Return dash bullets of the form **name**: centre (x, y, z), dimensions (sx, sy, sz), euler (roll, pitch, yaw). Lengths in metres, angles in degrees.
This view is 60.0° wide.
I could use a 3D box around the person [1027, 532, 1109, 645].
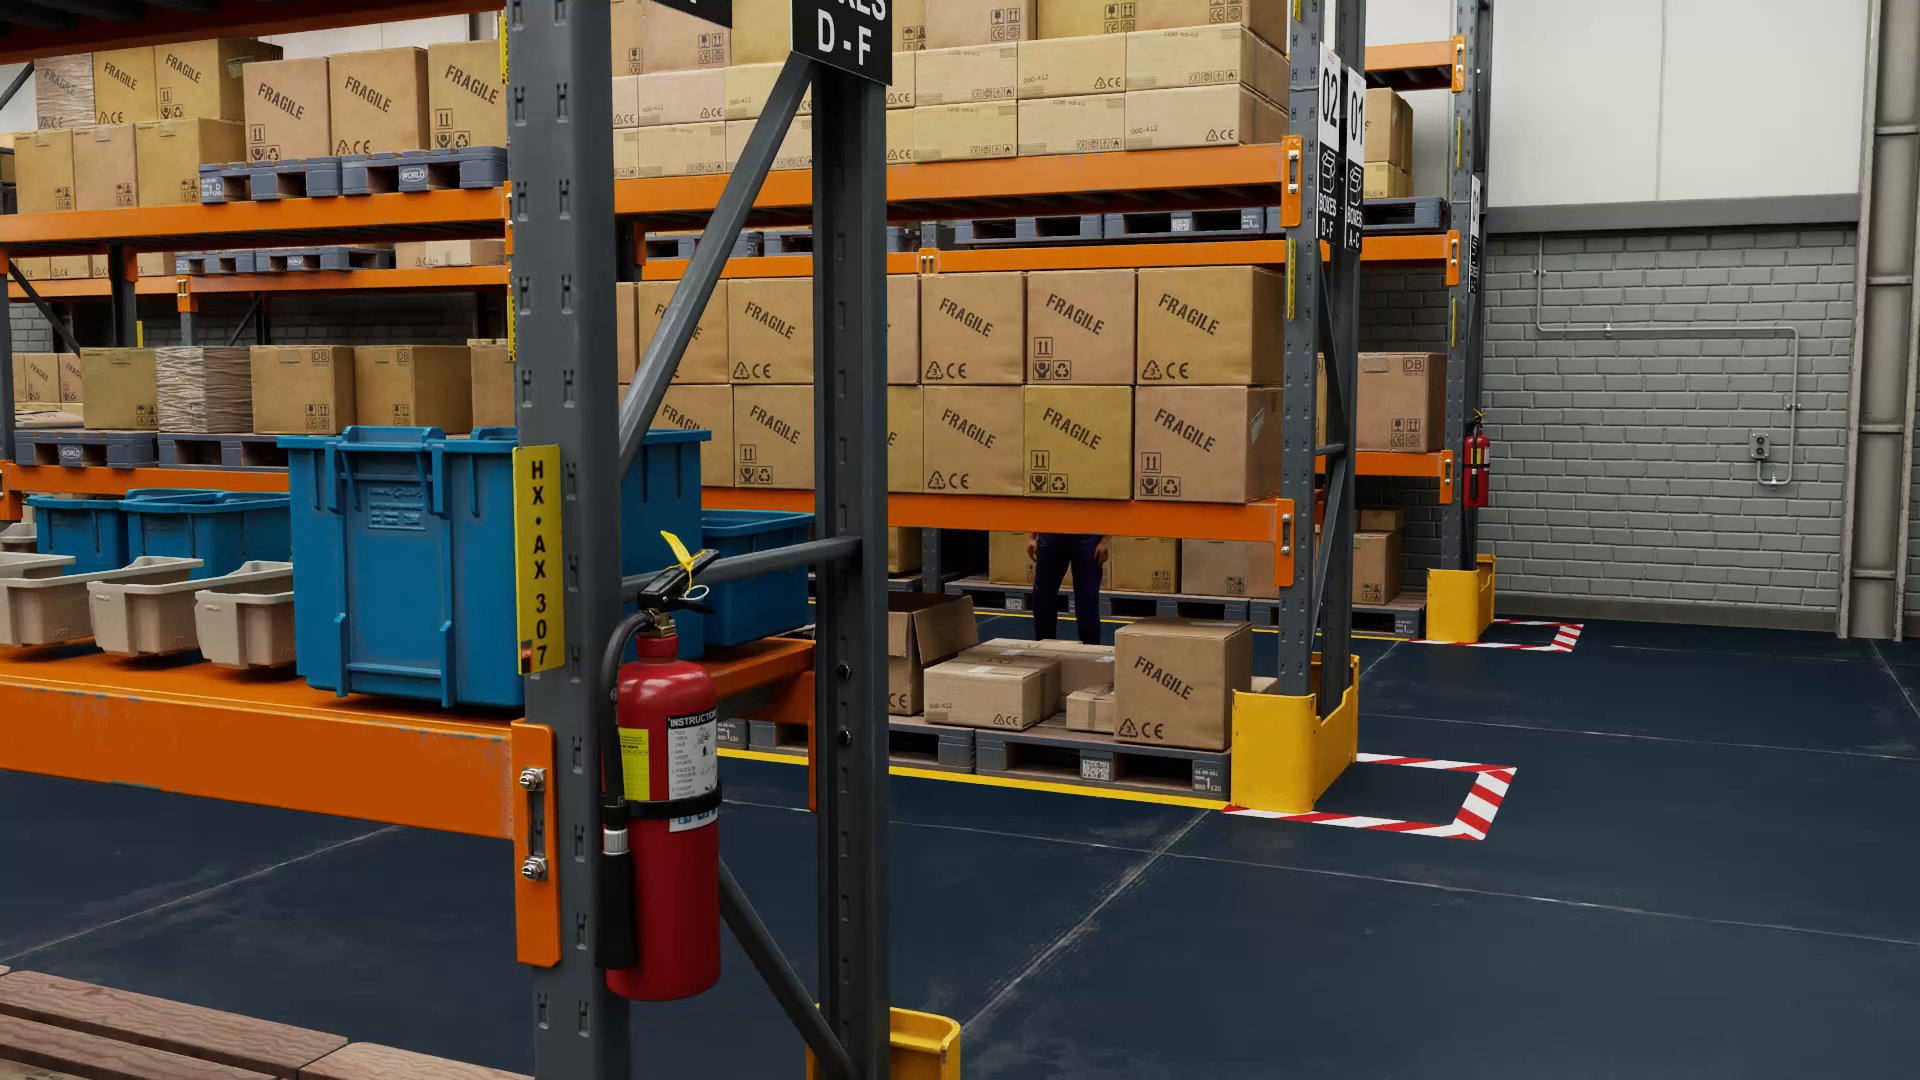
- **person**: centre (0.661, 0.022, 10.099), dimensions (0.541, 1.652, 0.368), euler (2, 6, 24)
